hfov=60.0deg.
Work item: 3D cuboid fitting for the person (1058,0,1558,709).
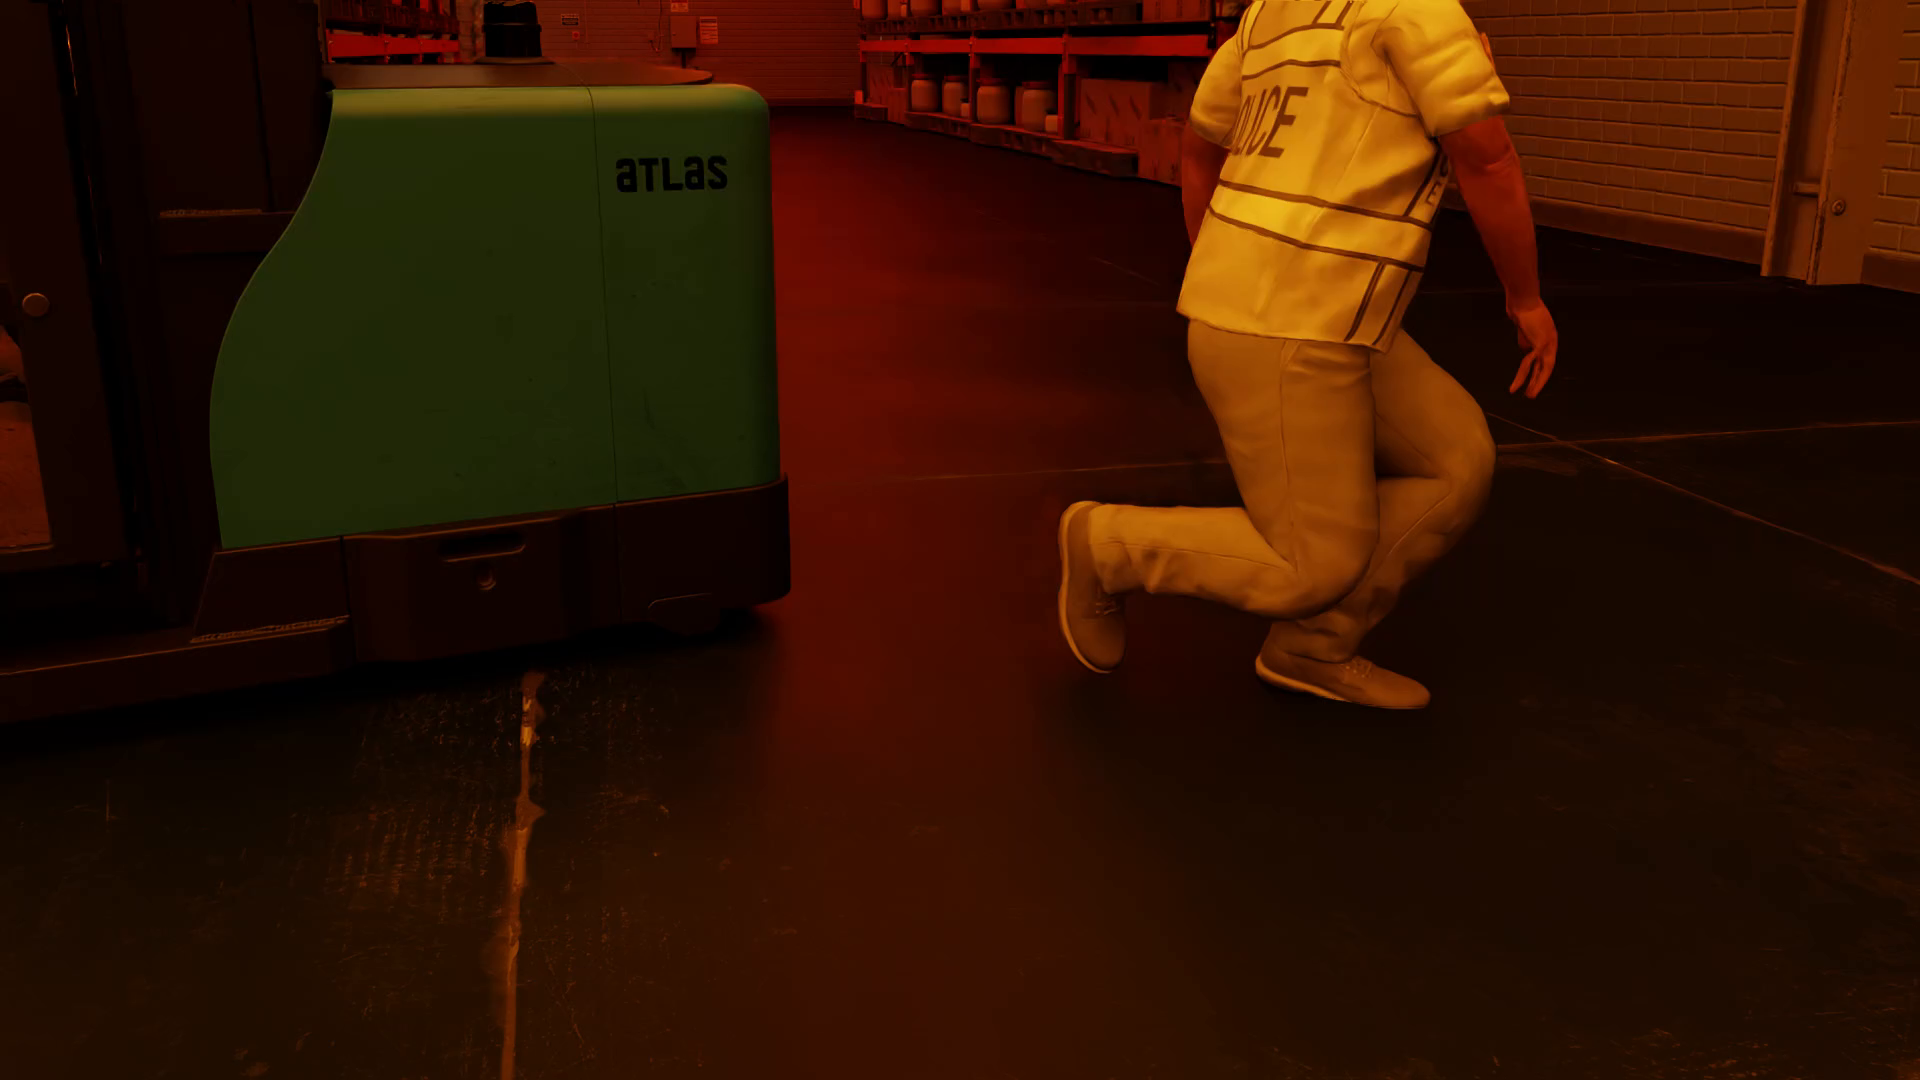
[{"bbox_3d":[0.597,-0.436,2.924,0.830,1.512,0.654,3,17,9],"label":"person"}]

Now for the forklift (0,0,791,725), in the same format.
[{"bbox_3d":[-1.903,-1.164,2.785,3.031,2.935,1.130,-8,18,-25],"label":"forklift"}]
